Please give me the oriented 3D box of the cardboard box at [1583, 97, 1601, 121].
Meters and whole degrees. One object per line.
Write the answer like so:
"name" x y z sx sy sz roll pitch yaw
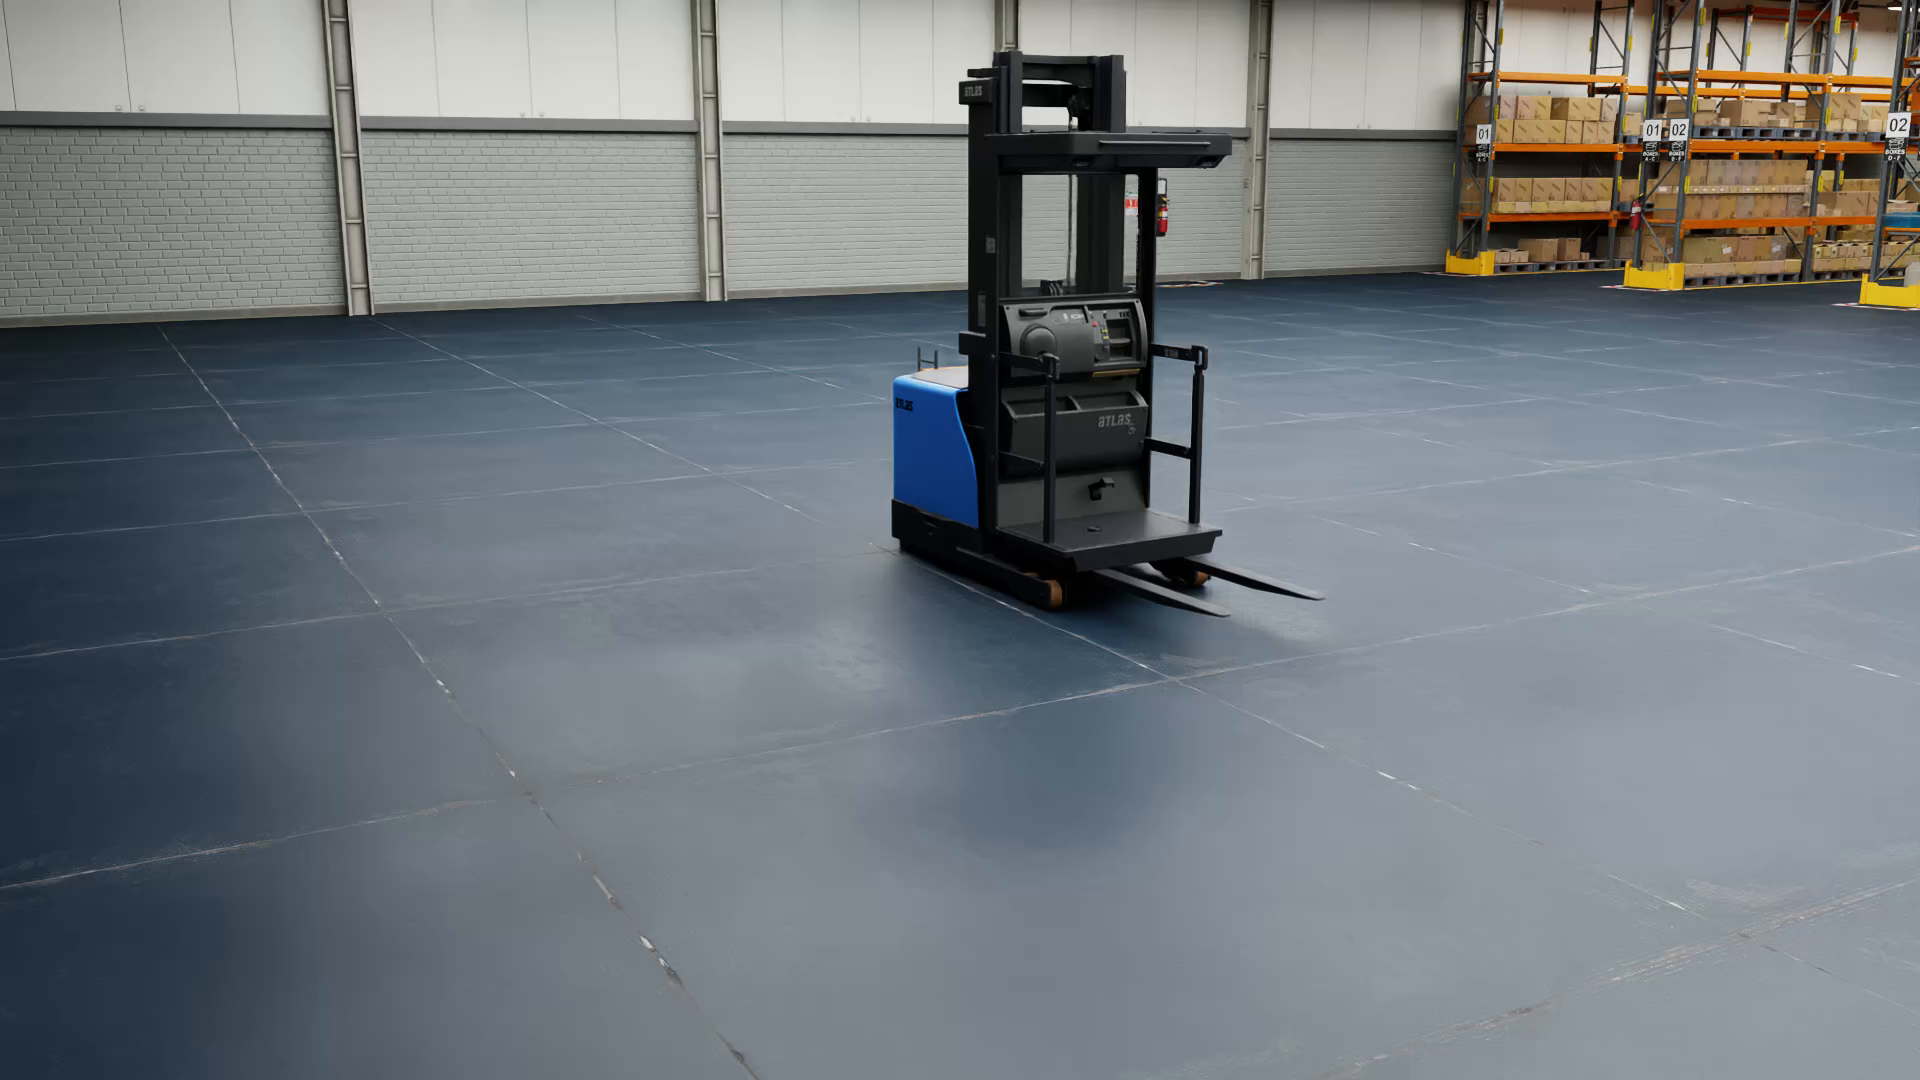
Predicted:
"cardboard box" 13.955 -9.639 37.225 0.500 0.500 0.500 -6 14 -25

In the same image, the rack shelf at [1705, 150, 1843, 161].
"rack shelf" 20.010 -9.538 40.964 4.000 0.370 1.077 -7 14 -28

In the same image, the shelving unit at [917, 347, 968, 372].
"shelving unit" 0.006 -0.654 10.777 0.503 1.200 0.258 -8 14 -30

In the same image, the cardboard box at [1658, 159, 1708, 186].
"cardboard box" 14.071 -7.153 32.379 0.500 0.500 0.700 -7 14 -28

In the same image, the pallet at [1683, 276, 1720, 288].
"pallet" 14.260 -5.147 32.999 1.213 0.211 1.003 -7 14 -28

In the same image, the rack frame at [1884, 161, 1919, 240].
"rack frame" 20.631 -7.261 36.040 0.127 3.000 1.000 -7 14 -28

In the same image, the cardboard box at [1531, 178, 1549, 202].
"cardboard box" 12.690 -7.771 36.897 0.500 0.500 0.500 -7 15 -30

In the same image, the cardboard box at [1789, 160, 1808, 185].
"cardboard box" 16.734 -7.474 33.804 0.500 0.500 0.700 -7 14 -28

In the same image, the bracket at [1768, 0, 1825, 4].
"bracket" 19.494 -13.174 40.453 4.783 0.066 0.076 -7 14 -28

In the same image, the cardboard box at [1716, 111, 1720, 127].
"cardboard box" 14.982 -8.343 32.943 0.500 0.311 0.500 -5 14 -21

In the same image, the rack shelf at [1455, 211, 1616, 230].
"rack shelf" 12.988 -7.233 37.554 4.000 0.370 1.077 -7 14 -28

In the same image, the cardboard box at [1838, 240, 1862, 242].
"cardboard box" 19.125 -6.289 35.751 0.500 0.311 0.500 -7 15 -29

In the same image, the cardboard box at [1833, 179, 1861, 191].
"cardboard box" 22.249 -8.836 42.356 0.700 0.700 0.980 -7 14 -27

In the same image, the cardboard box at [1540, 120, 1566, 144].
"cardboard box" 13.048 -9.048 36.875 0.500 0.500 0.500 -6 14 -24

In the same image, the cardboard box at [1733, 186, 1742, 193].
"cardboard box" 15.186 -6.920 32.821 0.250 0.149 0.380 -7 14 -29

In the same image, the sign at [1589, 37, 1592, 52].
"sign" 14.472 -11.360 38.104 0.005 0.325 0.100 -7 14 -28

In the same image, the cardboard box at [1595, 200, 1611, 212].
"cardboard box" 14.473 -7.622 37.943 0.500 0.250 0.500 -7 14 -28

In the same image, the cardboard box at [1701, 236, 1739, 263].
"cardboard box" 15.057 -5.770 33.014 0.500 0.500 0.500 -7 14 -28

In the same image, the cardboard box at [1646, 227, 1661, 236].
"cardboard box" 16.221 -7.338 39.367 0.500 0.250 0.500 -7 15 -29

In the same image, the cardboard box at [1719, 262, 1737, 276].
"cardboard box" 15.063 -5.402 33.086 0.500 0.250 0.500 -7 14 -28

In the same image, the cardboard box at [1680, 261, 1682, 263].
"cardboard box" 14.371 -5.451 33.303 0.500 0.250 0.500 -7 14 -28

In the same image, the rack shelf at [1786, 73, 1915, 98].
"rack shelf" 18.875 -9.431 34.569 4.000 0.370 1.077 -7 14 -28

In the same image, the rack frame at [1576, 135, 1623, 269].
"rack frame" 14.743 -7.794 38.410 0.127 3.000 1.000 -7 14 -28

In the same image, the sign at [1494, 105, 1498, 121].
"sign" 11.492 -9.159 35.650 0.005 0.325 0.100 -7 14 -28

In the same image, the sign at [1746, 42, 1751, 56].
"sign" 18.523 -11.532 39.050 0.005 0.325 0.100 -7 14 -28

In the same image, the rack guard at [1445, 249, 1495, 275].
"rack guard" 11.299 -6.162 36.850 0.348 0.500 1.175 -7 14 -28

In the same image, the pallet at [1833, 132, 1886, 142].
"pallet" 19.098 -8.425 34.812 1.213 0.211 1.003 -6 14 -25

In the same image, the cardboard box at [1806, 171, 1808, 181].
"cardboard box" 20.577 -9.001 41.115 0.500 0.250 0.500 -7 14 -27

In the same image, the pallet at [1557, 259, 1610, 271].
"pallet" 14.171 -6.356 38.372 1.213 0.211 1.003 -7 14 -28

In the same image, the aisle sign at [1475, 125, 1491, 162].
"aisle sign" 11.313 -8.576 35.964 0.004 0.787 0.394 -7 14 -28

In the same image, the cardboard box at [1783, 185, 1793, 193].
"cardboard box" 16.537 -7.082 33.539 0.250 0.149 0.380 -7 15 -30

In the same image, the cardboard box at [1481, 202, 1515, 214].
"cardboard box" 11.813 -7.300 36.511 0.500 0.250 0.500 -7 15 -29

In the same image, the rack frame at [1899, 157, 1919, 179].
"rack frame" 25.276 -9.057 44.019 0.127 3.000 1.000 -7 14 -28

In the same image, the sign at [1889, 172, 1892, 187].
"sign" 20.363 -7.890 36.381 0.005 0.325 0.100 -7 14 -28

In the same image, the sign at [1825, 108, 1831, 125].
"sign" 17.387 -8.487 33.300 0.005 0.325 0.100 -7 14 -28

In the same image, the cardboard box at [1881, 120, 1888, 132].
"cardboard box" 19.301 -8.681 34.902 0.500 0.250 0.500 -7 15 -29

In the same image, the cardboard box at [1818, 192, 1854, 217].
"cardboard box" 18.264 -7.022 34.750 0.500 0.500 0.500 -6 14 -24

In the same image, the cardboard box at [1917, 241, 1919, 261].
"cardboard box" 21.167 -6.249 36.234 0.500 0.500 0.500 -6 14 -25

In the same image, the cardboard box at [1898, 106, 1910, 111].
"cardboard box" 23.866 -10.830 42.516 0.500 0.500 0.500 -8 15 -30

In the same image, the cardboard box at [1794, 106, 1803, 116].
"cardboard box" 20.453 -10.600 41.109 0.500 0.250 0.500 -7 15 -30

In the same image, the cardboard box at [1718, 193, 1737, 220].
"cardboard box" 14.922 -6.622 32.973 0.500 0.500 0.700 -7 14 -27

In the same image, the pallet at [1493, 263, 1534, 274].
"pallet" 12.029 -6.100 37.231 1.213 0.211 1.003 -7 14 -28

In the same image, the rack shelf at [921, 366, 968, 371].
"rack shelf" 0.005 -1.038 10.693 0.480 0.148 0.258 -8 14 -30

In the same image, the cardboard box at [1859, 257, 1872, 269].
"cardboard box" 18.942 -5.860 35.121 0.500 0.250 0.500 -7 14 -27

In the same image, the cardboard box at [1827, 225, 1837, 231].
"cardboard box" 22.248 -8.019 42.671 0.250 0.149 0.380 -7 14 -28

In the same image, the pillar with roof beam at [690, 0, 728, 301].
"pillar with roof beam" -2.304 -7.817 24.849 0.400 9.000 9.100 -7 14 -28

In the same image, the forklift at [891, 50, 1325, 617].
"forklift" 0.763 -1.171 9.135 1.130 2.935 3.031 -8 15 -30

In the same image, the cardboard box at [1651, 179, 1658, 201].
"cardboard box" 16.263 -8.237 39.149 0.500 0.500 0.700 -5 14 -20

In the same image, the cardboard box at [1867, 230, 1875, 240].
"cardboard box" 23.365 -7.786 43.110 0.500 0.500 0.700 -6 14 -27

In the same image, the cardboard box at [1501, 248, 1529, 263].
"cardboard box" 12.383 -6.392 37.300 0.500 0.311 0.500 -6 14 -23

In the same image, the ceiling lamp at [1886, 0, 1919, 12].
"ceiling lamp" 22.377 -13.782 38.057 2.000 3.185 0.800 -7 14 -28

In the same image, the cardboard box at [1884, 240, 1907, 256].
"cardboard box" 19.836 -6.239 35.530 0.500 0.311 0.500 -7 14 -29
